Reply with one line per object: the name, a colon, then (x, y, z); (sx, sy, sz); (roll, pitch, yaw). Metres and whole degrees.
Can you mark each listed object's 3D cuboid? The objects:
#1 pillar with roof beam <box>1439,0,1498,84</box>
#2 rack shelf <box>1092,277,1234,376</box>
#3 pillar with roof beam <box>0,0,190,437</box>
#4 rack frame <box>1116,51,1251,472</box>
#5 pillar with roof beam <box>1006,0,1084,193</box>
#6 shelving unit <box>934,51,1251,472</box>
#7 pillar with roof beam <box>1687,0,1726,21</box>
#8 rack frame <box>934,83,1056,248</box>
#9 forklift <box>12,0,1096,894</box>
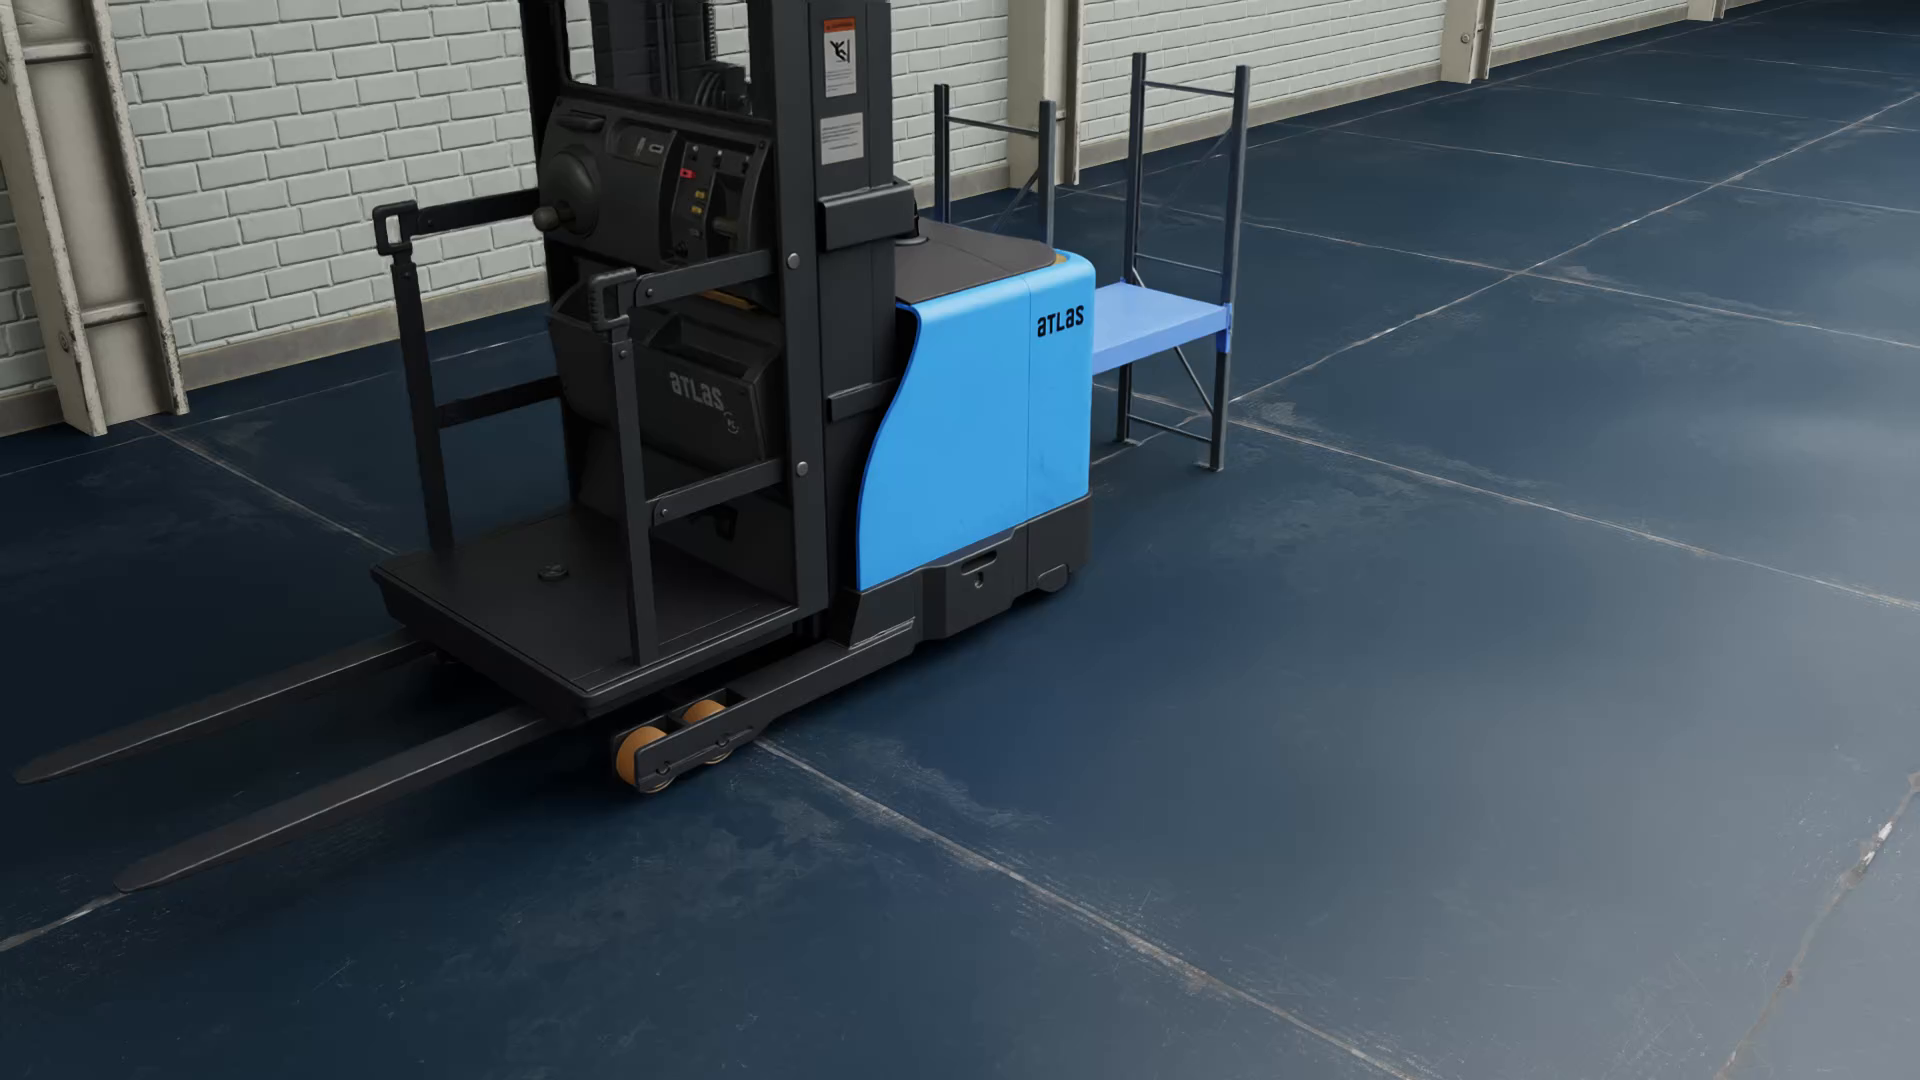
pillar with roof beam: (7.755, -7.102, 10.592); (9.100, 9.000, 0.400); (20, 31, 38)
rack shelf: (0.459, -0.704, 5.927); (0.538, 0.185, 1.000); (22, 32, 40)
pillar with roof beam: (-0.254, -3.446, 2.438); (9.100, 9.000, 0.400); (20, 31, 38)
rack frame: (0.815, -1.017, 6.185); (0.500, 1.500, 0.032); (22, 32, 40)
pillar with roof beam: (3.751, -5.274, 6.515); (9.100, 9.000, 0.400); (20, 31, 38)
shelving unit: (0.459, -0.868, 5.853); (0.538, 1.500, 1.048); (22, 32, 40)
pillar with roof beam: (11.760, -8.931, 14.669); (9.100, 9.000, 0.400); (20, 31, 38)
rack frame: (0.104, -0.719, 5.522); (0.500, 1.500, 0.032); (22, 32, 40)
forklift: (-0.961, -0.923, 4.225); (1.130, 2.935, 3.031); (22, 32, 40)
